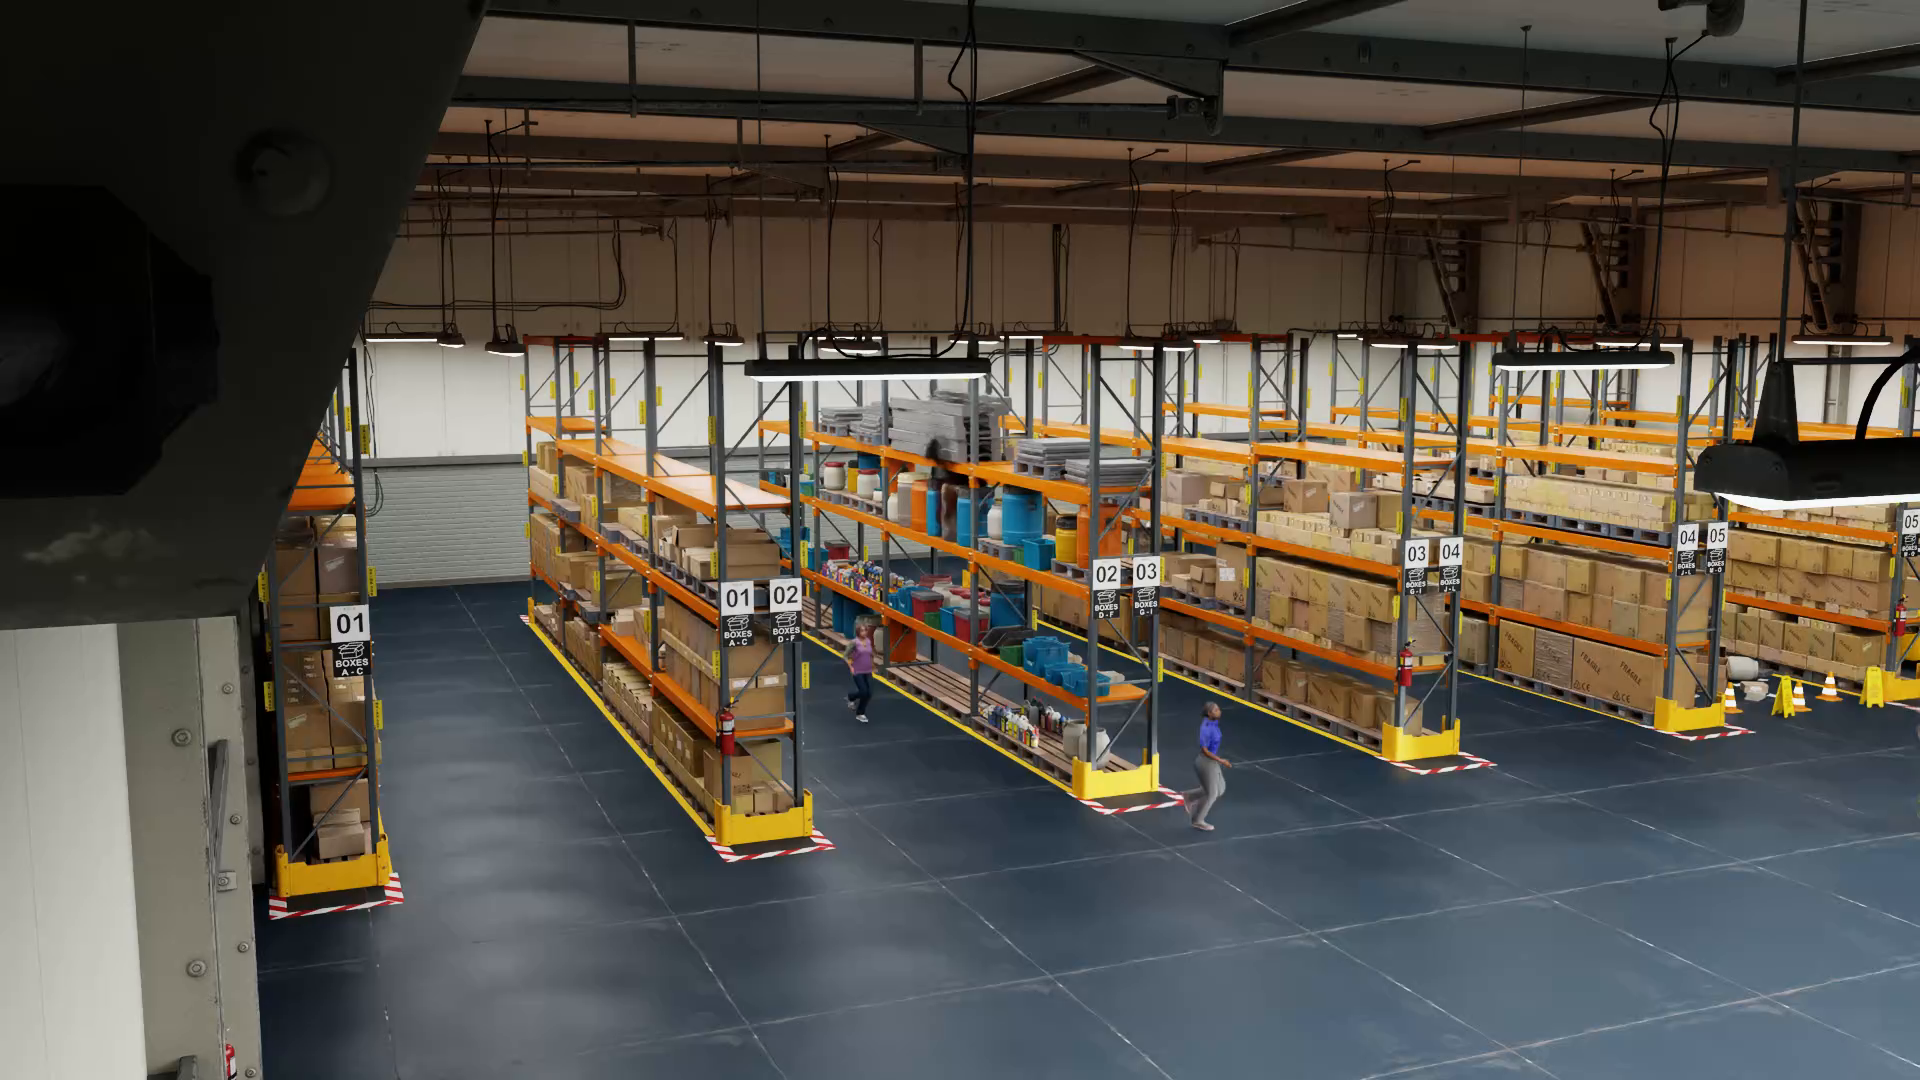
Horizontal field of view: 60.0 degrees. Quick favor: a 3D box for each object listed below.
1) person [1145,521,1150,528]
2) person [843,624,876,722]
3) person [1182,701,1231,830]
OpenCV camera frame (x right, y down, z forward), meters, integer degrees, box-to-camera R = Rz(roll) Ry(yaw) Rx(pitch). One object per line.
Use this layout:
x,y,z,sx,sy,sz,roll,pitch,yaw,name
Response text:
4.848,0.032,41.324,0.749,1.748,0.571,-5,9,-35,person
-1.556,2.091,26.220,0.536,1.555,0.545,-5,9,-35,person
3.079,2.796,20.738,0.630,1.618,0.605,2,8,16,person
